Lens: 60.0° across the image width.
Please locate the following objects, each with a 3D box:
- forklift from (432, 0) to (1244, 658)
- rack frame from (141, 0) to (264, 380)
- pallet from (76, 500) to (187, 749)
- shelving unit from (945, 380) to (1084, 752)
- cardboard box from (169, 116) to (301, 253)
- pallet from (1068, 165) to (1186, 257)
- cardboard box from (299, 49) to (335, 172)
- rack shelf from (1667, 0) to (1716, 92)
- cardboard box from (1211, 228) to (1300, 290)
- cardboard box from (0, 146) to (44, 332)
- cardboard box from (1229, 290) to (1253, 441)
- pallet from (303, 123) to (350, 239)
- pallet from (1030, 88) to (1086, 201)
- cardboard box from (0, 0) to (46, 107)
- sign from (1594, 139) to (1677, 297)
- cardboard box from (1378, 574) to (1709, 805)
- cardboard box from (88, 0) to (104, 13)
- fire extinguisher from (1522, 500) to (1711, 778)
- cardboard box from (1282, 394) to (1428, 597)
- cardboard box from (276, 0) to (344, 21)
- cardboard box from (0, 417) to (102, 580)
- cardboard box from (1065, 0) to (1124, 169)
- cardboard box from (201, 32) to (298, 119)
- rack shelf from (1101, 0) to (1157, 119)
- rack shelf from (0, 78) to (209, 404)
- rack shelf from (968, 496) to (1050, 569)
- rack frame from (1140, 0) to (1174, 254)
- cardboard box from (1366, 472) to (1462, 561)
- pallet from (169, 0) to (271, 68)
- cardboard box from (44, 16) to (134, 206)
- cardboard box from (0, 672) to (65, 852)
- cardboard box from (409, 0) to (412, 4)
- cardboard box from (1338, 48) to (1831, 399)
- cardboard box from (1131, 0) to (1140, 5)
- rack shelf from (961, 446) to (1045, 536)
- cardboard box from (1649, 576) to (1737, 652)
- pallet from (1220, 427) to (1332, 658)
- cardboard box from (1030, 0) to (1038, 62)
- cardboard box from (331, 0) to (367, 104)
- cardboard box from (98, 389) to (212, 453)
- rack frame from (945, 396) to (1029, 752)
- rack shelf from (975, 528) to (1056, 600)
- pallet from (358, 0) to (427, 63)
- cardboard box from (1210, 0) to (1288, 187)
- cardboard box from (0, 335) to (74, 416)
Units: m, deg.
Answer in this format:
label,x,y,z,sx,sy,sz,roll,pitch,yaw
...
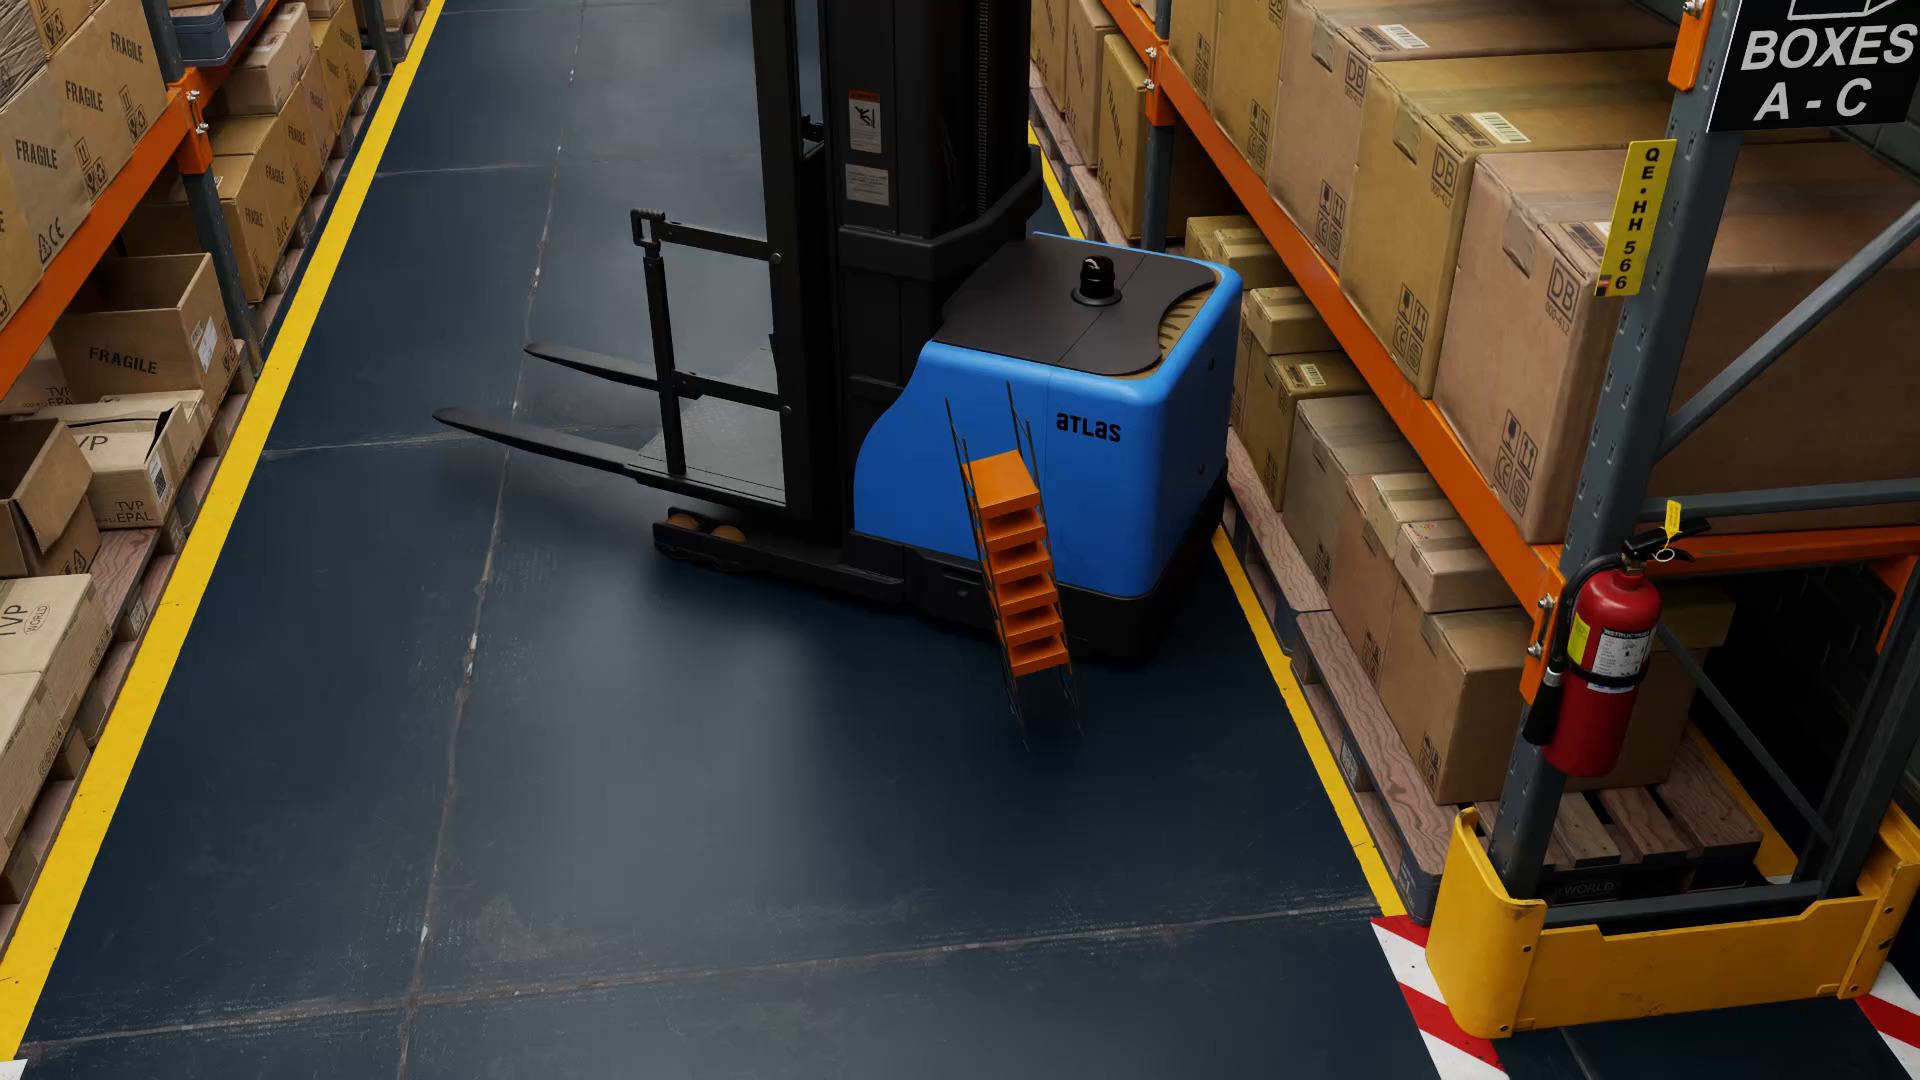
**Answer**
label,x,y,z,sx,sy,sz,roll,pitch,yaw
forklift,-0.574,-1.353,5.632,3.031,2.935,1.130,14,37,19
rack frame,-3.577,-1.941,6.434,1.000,3.000,0.127,-4,35,-6
pallet,-3.318,0.277,5.656,1.003,0.211,1.213,-4,35,-6
shelving unit,0.175,0.106,5.015,0.189,1.200,0.258,-16,36,-5
cardboard box,-3.483,-1.675,7.873,0.500,0.500,0.500,-4,34,-6
pallet,1.153,-1.590,8.396,1.003,0.211,1.213,-4,35,-6
cardboard box,-3.610,-2.236,8.697,0.500,0.500,0.500,-6,35,-8
rack shelf,1.600,-2.144,4.708,1.077,0.370,4.000,-4,35,-6
cardboard box,1.196,-1.096,6.466,0.380,0.149,0.250,-3,34,-5
cardboard box,-3.042,-0.864,4.766,0.500,0.500,0.500,-4,34,-6
cardboard box,1.395,-0.753,6.538,0.700,0.500,0.500,-5,35,-7
pallet,-3.891,-1.922,8.882,1.003,0.211,1.213,-4,35,-6
pallet,0.986,-2.273,9.398,1.003,0.211,1.213,-4,35,-6
cardboard box,-3.113,-1.566,4.907,0.500,0.500,0.500,-4,34,-6
sign,1.330,-0.629,3.271,0.100,0.325,0.005,-4,35,-6
cardboard box,1.676,0.391,4.860,0.700,0.500,0.500,-4,35,-6
cardboard box,-3.252,-2.133,5.739,0.500,0.500,0.500,-4,34,-6
fire extinguisher,1.432,0.219,3.664,0.296,0.674,0.183,-4,35,-6
cardboard box,1.540,-0.169,5.681,0.700,0.500,0.500,-5,35,-8
cardboard box,-3.745,-3.096,9.293,0.500,0.250,0.500,-3,34,-5
cardboard box,-3.319,-0.043,5.475,0.797,0.503,0.637,-4,35,-6
cardboard box,0.993,-2.452,8.720,0.750,0.750,0.750,-3,34,-5
cardboard box,-3.535,-2.246,8.045,0.500,0.250,0.500,-4,35,-6
rack shelf,1.062,-3.137,8.828,1.077,0.370,4.000,-4,35,-6
rack shelf,-3.308,-0.527,4.999,1.077,0.370,4.000,-4,35,-6
rack shelf,0.141,-0.049,4.900,0.180,0.103,0.258,-16,36,-5
rack frame,1.331,-2.318,6.988,1.000,3.000,0.127,-4,35,-6
cardboard box,1.443,-0.078,4.971,0.380,0.149,0.250,-3,34,-5
pallet,-3.576,-2.315,7.155,1.003,0.211,1.213,-4,35,-6
cardboard box,-3.185,-1.435,5.603,0.500,0.500,0.500,-3,34,-5
cardboard box,-2.898,0.642,4.695,0.500,0.250,0.500,-4,35,-6
cardboard box,-3.963,-3.805,11.238,0.500,0.250,0.500,-5,35,-8
cardboard box,1.682,-0.899,4.639,0.980,0.700,0.700,-5,35,-7
cardboard box,0.948,-2.529,7.502,0.380,0.149,0.250,-4,34,-5
rack shelf,0.121,-0.144,4.830,0.180,0.103,0.258,-16,36,-5
cardboard box,1.891,0.177,4.597,0.380,0.149,0.250,-4,34,-6
pallet,1.523,-0.053,6.140,1.003,0.211,1.213,-4,35,-6
cardboard box,0.762,-3.415,10.133,0.750,0.750,0.750,-5,35,-7
cardboard box,-3.756,-2.817,9.550,0.500,0.500,0.500,-3,34,-5
cardboard box,-3.109,-0.443,6.378,0.380,0.149,0.250,-4,35,-6
rack frame,0.087,0.130,5.007,0.006,1.200,0.240,-16,36,-5
rack shelf,0.162,0.046,4.970,0.180,0.103,0.258,-16,36,-5
pallet,-4.187,-3.483,11.173,1.003,0.211,1.213,-4,35,-6
cardboard box,1.481,-1.730,5.859,0.980,0.700,0.700,-5,35,-8
cardboard box,-3.735,-0.761,6.700,0.500,0.311,0.500,-4,35,-6
